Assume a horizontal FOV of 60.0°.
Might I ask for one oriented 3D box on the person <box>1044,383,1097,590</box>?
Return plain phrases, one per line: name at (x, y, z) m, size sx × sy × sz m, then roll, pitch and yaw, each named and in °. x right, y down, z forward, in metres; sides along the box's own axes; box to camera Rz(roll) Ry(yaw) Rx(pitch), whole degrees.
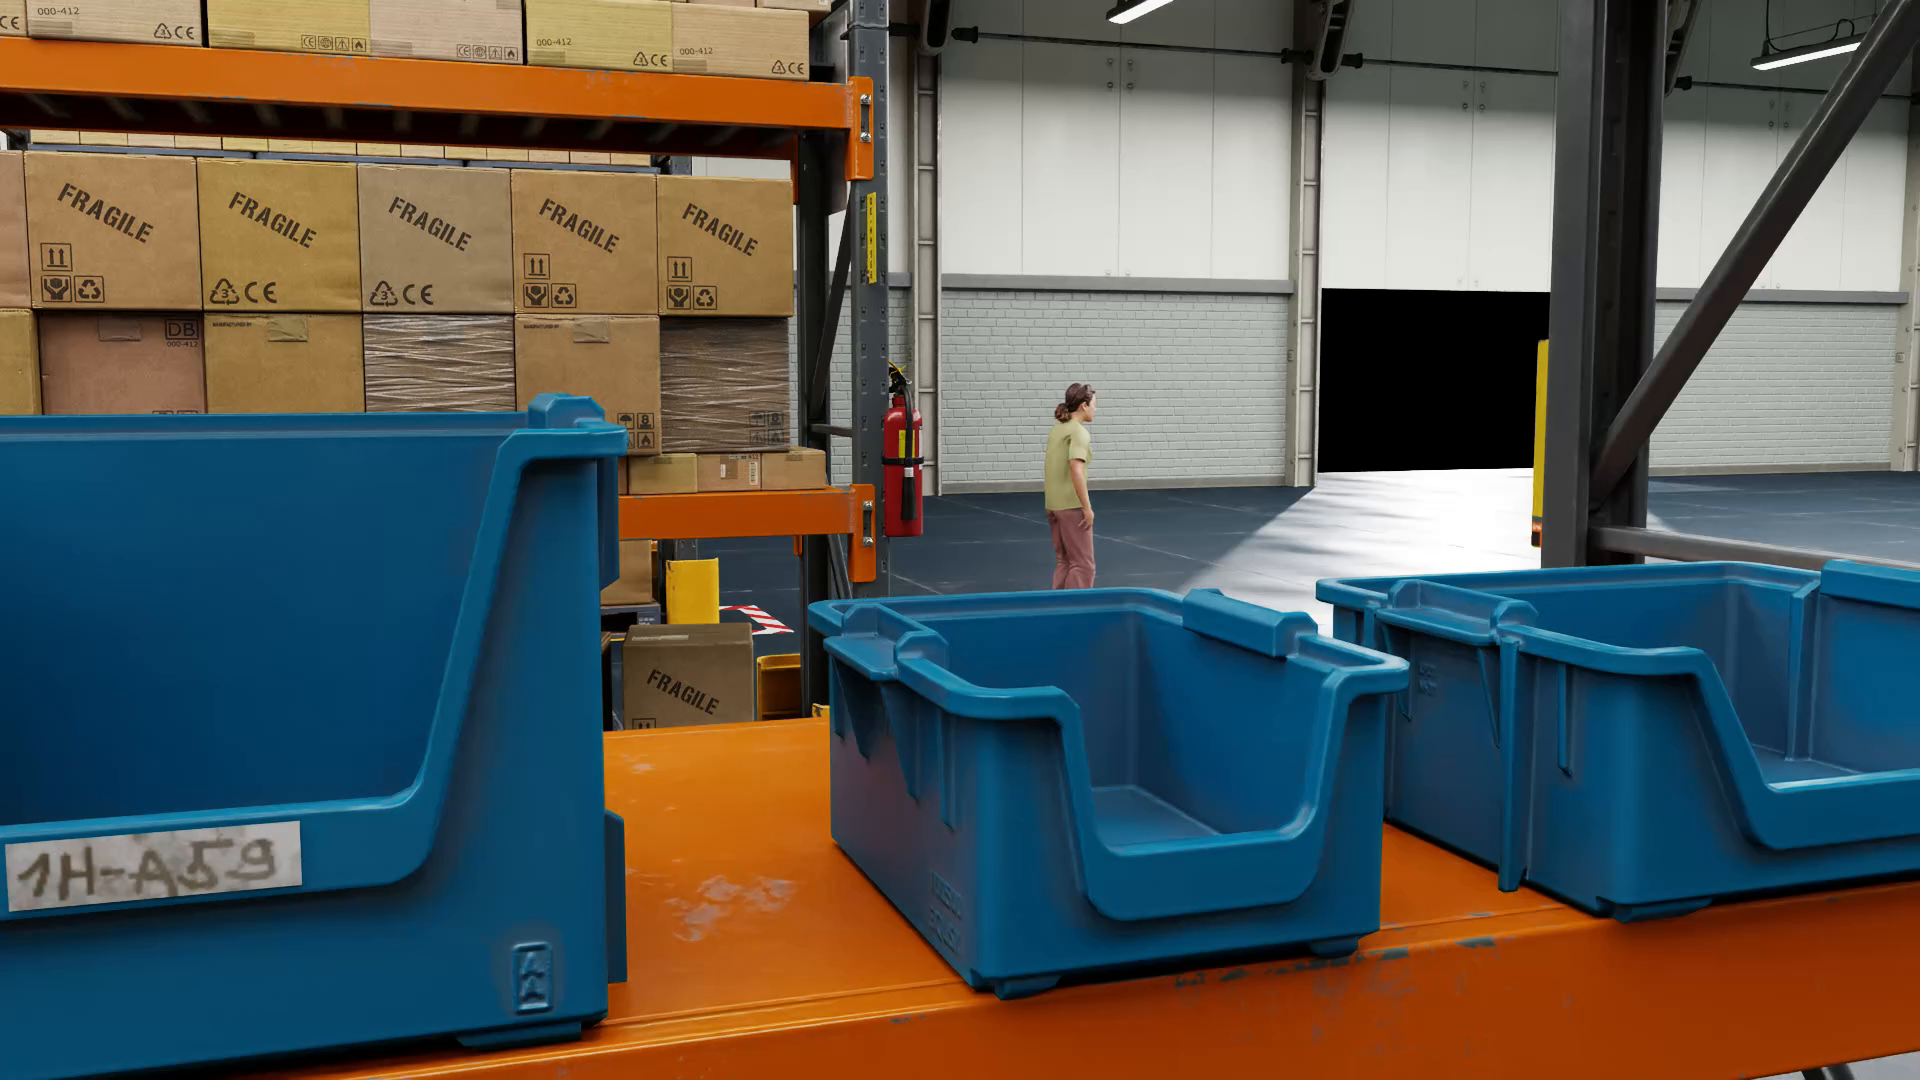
person at (0.743, -0.190, 10.884) m, size 0.357 × 1.673 × 0.499 m, roll -2°, pitch 6°, yaw -18°
